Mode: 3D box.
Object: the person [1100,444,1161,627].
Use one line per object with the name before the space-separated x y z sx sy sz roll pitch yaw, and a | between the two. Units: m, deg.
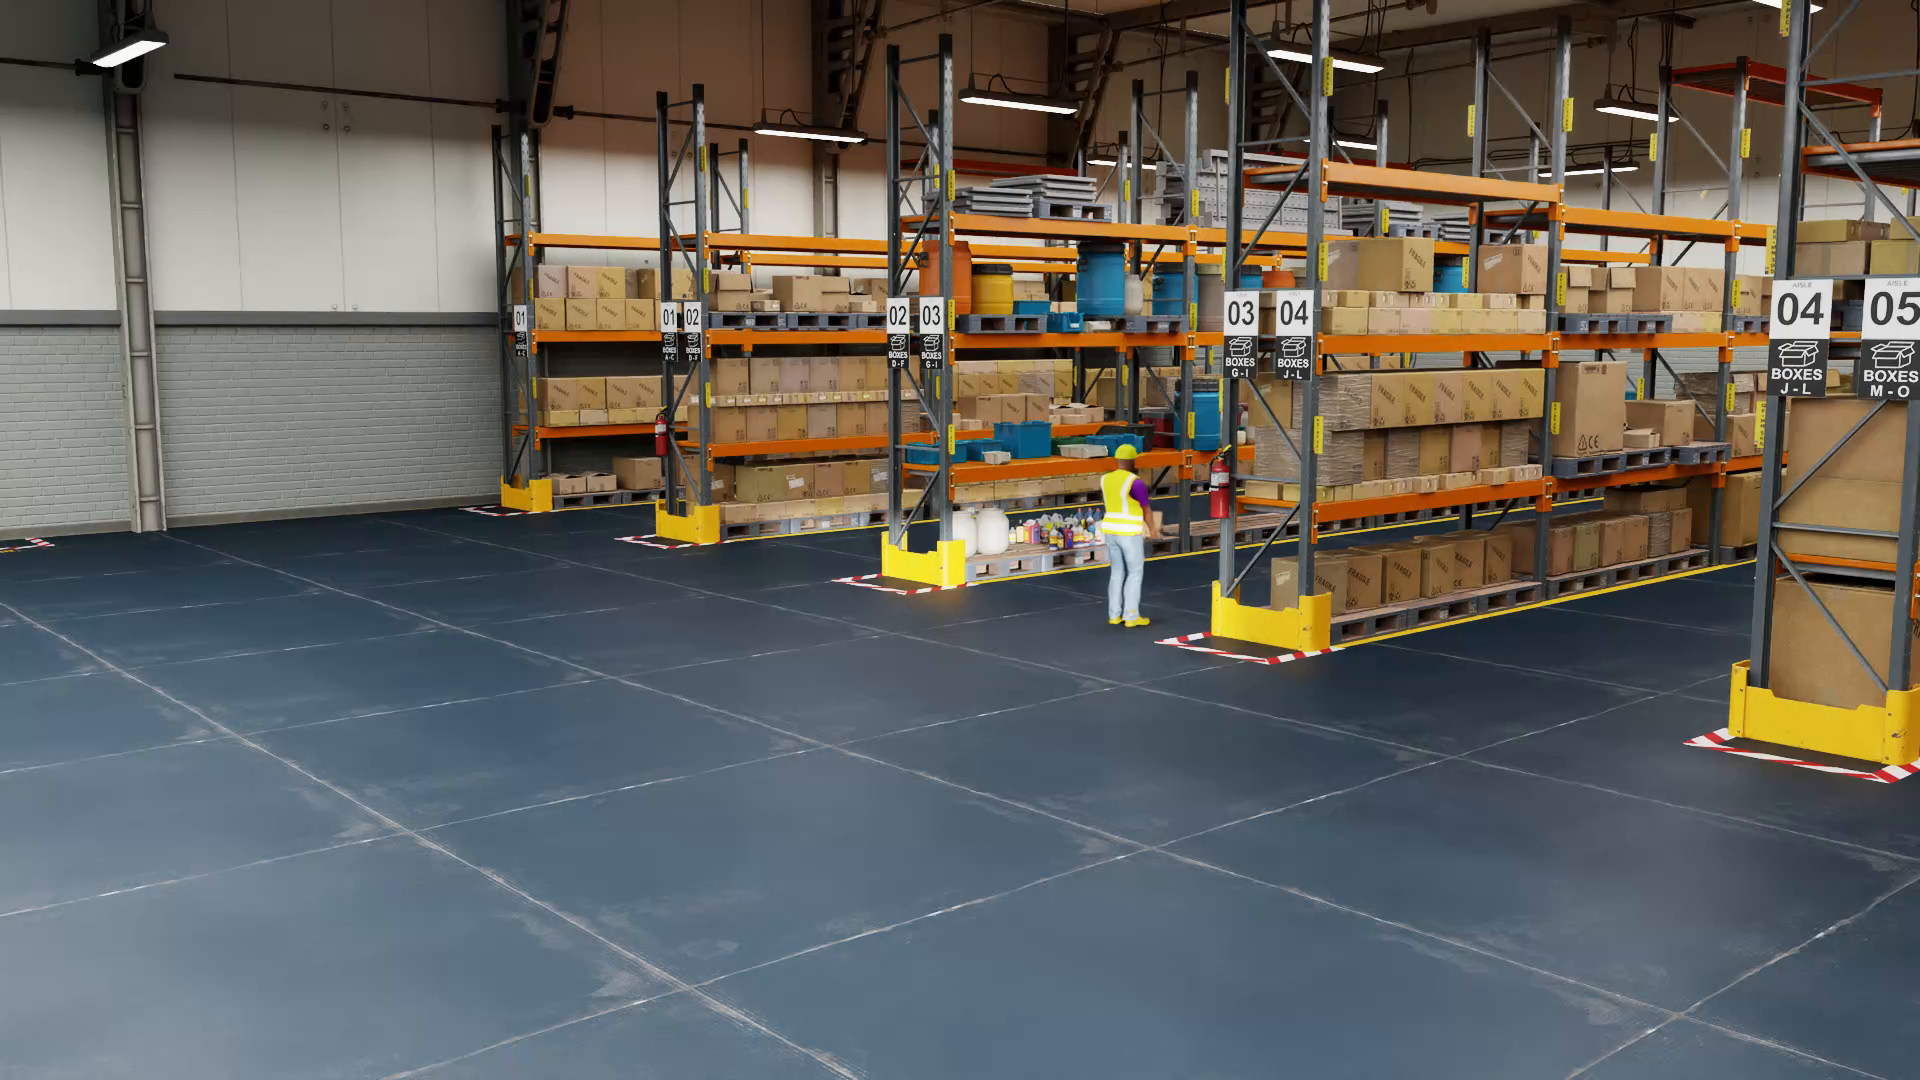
person | 1.651 -0.060 16.167 0.575 1.761 0.505 -7 10 -42
